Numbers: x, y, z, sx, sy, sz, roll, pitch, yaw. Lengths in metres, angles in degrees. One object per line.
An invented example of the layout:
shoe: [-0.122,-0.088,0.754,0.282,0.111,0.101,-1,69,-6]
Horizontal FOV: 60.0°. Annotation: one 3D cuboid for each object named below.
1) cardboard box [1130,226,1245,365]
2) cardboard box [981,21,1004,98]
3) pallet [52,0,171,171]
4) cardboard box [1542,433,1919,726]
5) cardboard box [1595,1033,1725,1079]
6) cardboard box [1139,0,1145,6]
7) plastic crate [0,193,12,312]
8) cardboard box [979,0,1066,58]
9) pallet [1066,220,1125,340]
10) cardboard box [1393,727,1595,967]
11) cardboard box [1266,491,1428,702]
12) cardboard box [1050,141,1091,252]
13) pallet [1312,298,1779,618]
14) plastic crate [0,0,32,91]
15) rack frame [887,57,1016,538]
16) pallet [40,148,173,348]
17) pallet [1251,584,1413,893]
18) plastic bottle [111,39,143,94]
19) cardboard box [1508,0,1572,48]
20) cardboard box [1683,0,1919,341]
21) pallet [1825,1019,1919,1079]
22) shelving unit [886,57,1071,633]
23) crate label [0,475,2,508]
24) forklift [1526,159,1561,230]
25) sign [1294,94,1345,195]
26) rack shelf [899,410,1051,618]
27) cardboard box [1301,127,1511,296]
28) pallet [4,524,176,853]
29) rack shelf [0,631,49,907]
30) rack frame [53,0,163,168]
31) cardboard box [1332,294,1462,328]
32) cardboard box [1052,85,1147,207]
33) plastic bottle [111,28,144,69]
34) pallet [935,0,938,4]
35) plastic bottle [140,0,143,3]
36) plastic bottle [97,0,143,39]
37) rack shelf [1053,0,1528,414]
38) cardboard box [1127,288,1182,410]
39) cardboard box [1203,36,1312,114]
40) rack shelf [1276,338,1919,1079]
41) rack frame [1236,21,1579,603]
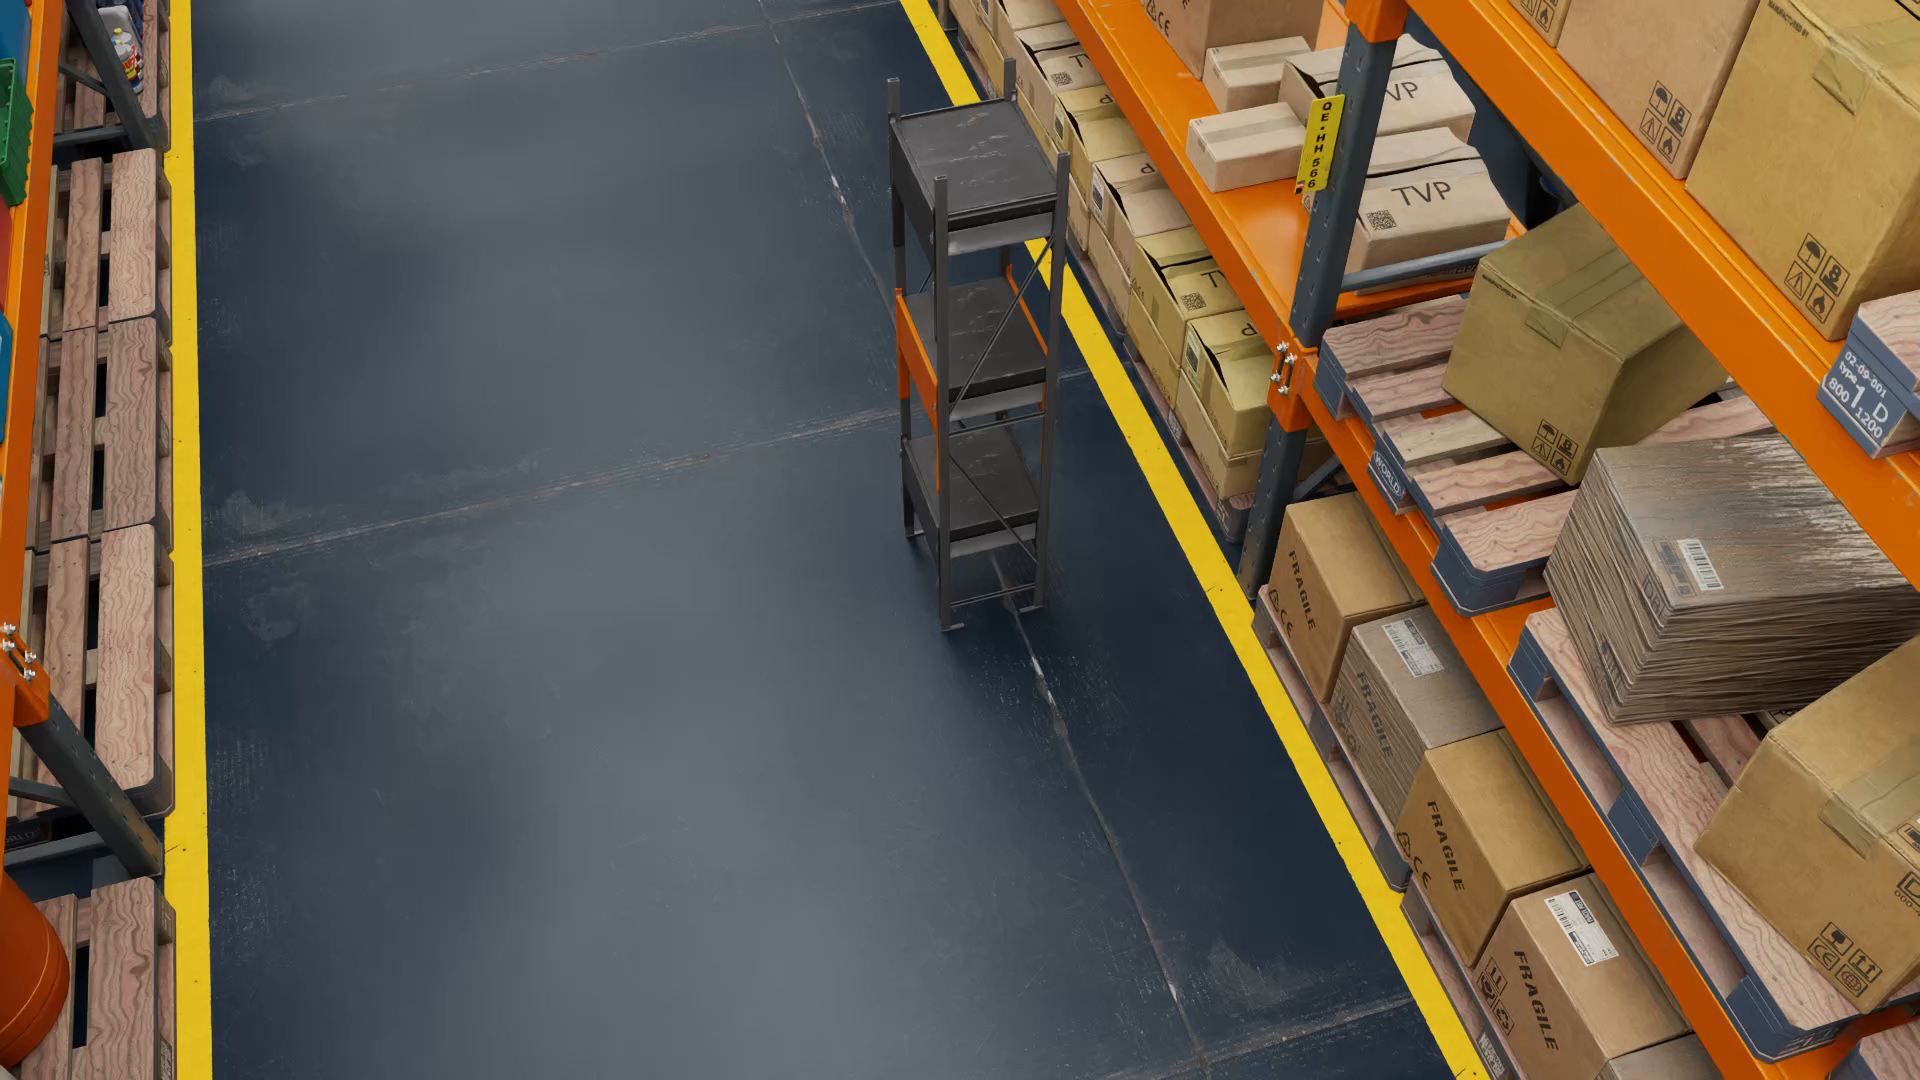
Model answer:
cardboard box: [1.010,-1.021,6.596,0.500,0.311,0.500,-14,51,-12]
cardboard box: [0.410,-2.333,8.068,0.500,0.250,0.500,-12,51,-10]
pallet: [-4.514,-2.292,8.334,1.003,0.211,1.213,-13,51,-11]
cardboard box: [1.942,0.091,4.161,0.700,0.500,0.500,-5,50,-4]
cardboard box: [2.037,1.674,4.514,0.500,0.500,0.500,-13,51,-11]
cardboard box: [0.893,-2.525,6.641,0.500,0.500,0.500,-13,51,-11]
plastic crate: [-3.358,-1.039,5.412,0.402,0.464,0.583,-13,51,-11]
cardboard box: [0.405,-2.513,7.853,0.500,0.311,0.500,-14,51,-11]
pallet: [0.997,-1.487,7.656,1.003,0.211,1.213,-13,51,-11]
cardboard box: [1.726,0.923,5.147,0.500,0.500,0.500,-14,51,-11]
cardboard box: [1.422,0.174,5.778,0.500,0.500,0.500,-11,51,-9]
cardboard box: [0.715,-1.584,7.436,0.500,0.250,0.500,-12,51,-10]
pallet: [1.828,-0.346,4.995,1.213,0.211,1.003,-13,51,-11]
plastic crate: [-3.732,-1.950,6.232,0.392,0.384,0.575,-13,51,-11]
rack frame: [-0.023,-0.734,5.785,0.400,2.100,0.015,-13,51,-11]
pallet: [-4.086,-1.227,7.436,1.003,0.211,1.213,-13,51,-11]
pallet: [1.745,0.566,5.925,1.003,0.211,1.213,-13,51,-11]
plastic bottle: [-4.031,-2.285,8.001,0.097,0.271,0.097,0,50,0]
cardboard box: [1.722,-1.575,3.878,0.910,0.500,0.500,-13,51,-11]
cardboard box: [2.026,-0.822,3.244,0.910,0.500,0.500,-13,51,-11]
pallet: [2.611,1.488,3.449,1.003,0.211,1.213,-13,51,-11]
shelving unit: [0.049,-0.556,5.635,0.431,2.100,0.503,-13,51,-11]
crate label: [-2.939,-0.108,4.778,0.303,0.233,0.416,-13,51,-11]
forklift: [4.186,-2.379,6.628,3.031,2.935,1.130,11,51,9]
sign: [1.031,-1.132,4.775,0.100,0.325,0.005,-13,51,-11]
rack shelf: [0.049,-0.096,6.181,0.431,0.518,0.480,-13,51,-11]
cardboard box: [1.495,-1.133,5.592,0.500,0.311,0.500,-10,51,-9]
pallet: [-3.365,0.555,5.934,1.003,0.211,1.213,-13,51,-11]
rack shelf: [-2.581,1.923,3.427,1.077,0.370,4.000,-13,51,-11]
rack frame: [-4.355,-2.691,6.846,1.000,3.000,0.127,-13,51,-11]
cardboard box: [1.686,-0.765,6.380,0.500,0.311,0.500,-12,51,-10]
cardboard box: [0.718,-1.757,7.216,0.500,0.311,0.500,-12,51,-10]
plastic bottle: [-4.091,-2.411,8.153,0.097,0.201,0.097,0,50,0]
pallet: [0.182,-3.500,9.352,1.003,0.211,1.213,-13,51,-11]
plastic bottle: [-4.263,-2.908,8.519,0.061,0.283,0.133,-11,51,-9]
plastic bottle: [-4.198,-2.662,8.267,0.144,0.351,0.185,-12,51,-10]
rack shelf: [0.969,-2.116,6.832,1.077,0.370,4.000,-13,51,-11]
cardboard box: [1.016,-0.841,6.810,0.500,0.250,0.500,-14,51,-11]
cardboard box: [1.129,-1.724,6.196,0.380,0.149,0.250,-10,51,-8]
rack shelf: [2.152,0.806,4.369,1.077,0.370,4.000,-13,51,-11]
rack frame: [1.560,-0.887,5.325,1.000,3.000,0.127,-13,51,-11]
